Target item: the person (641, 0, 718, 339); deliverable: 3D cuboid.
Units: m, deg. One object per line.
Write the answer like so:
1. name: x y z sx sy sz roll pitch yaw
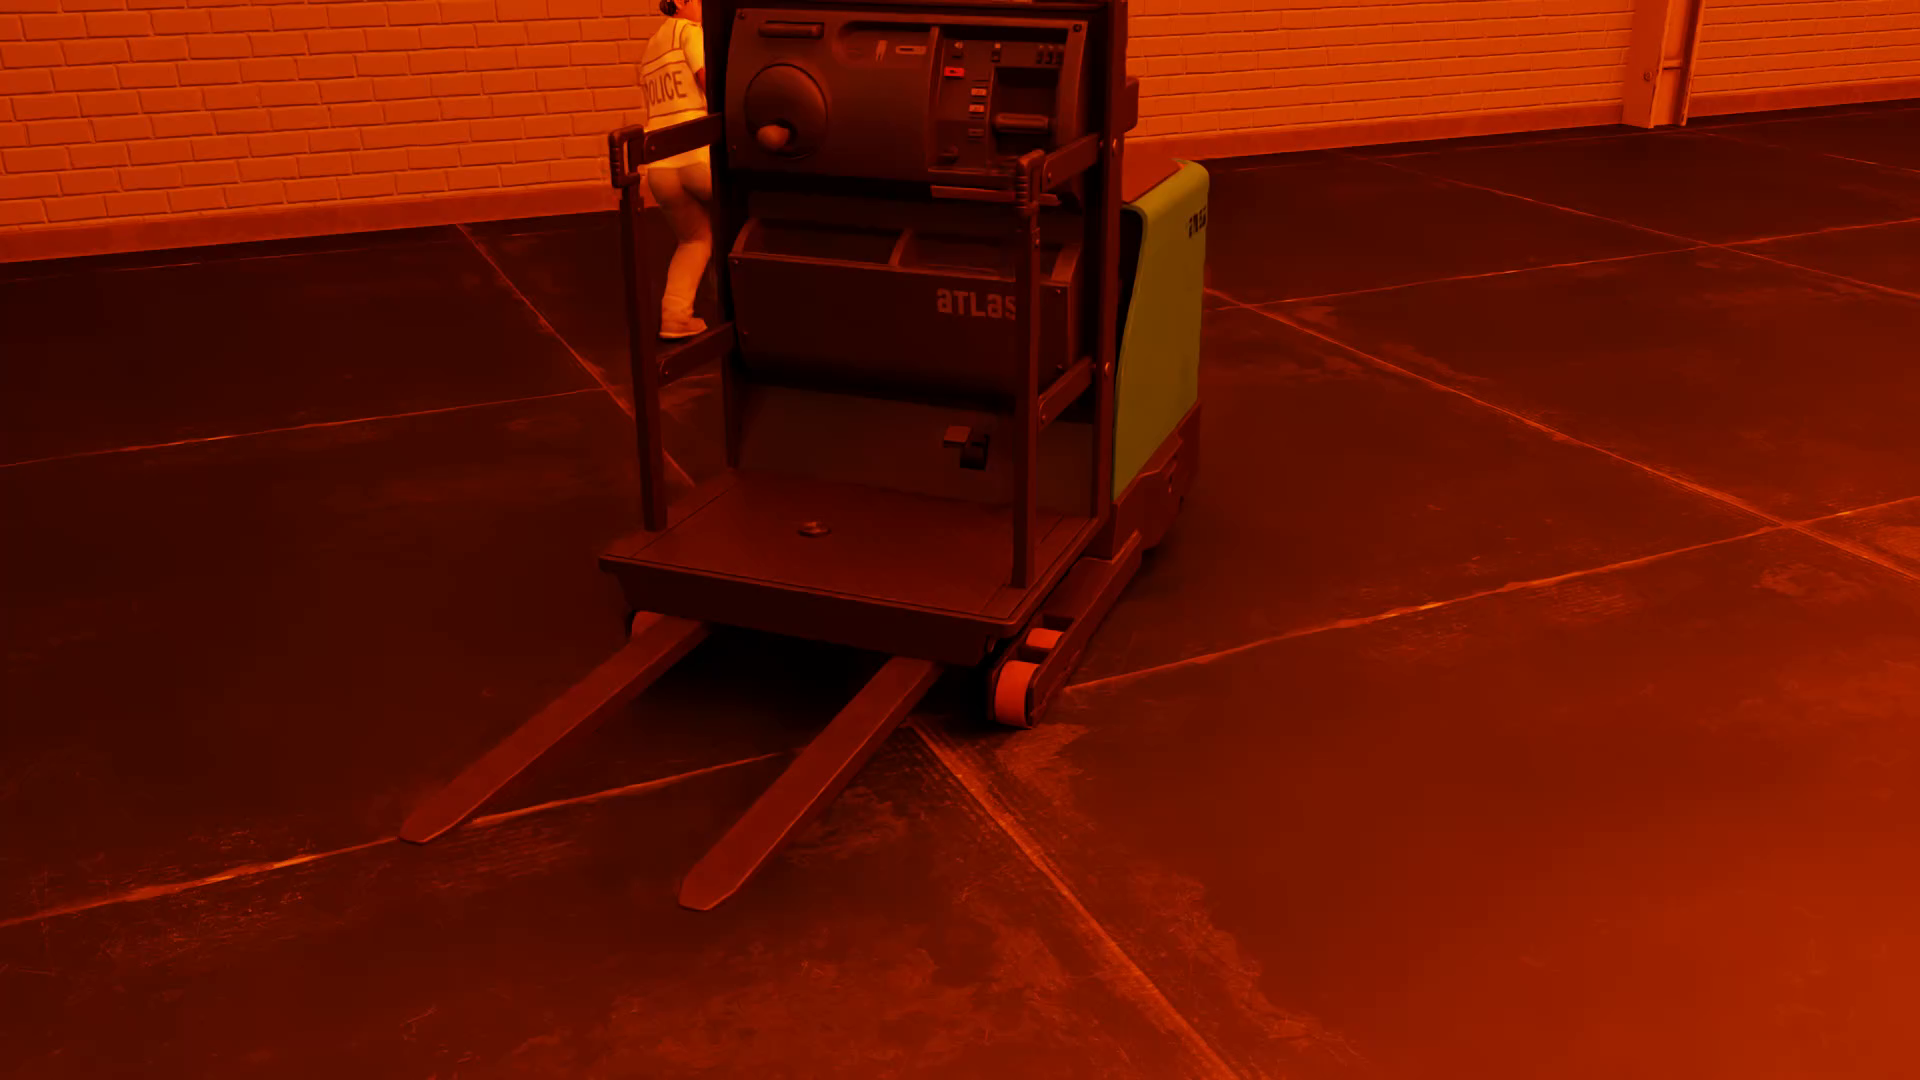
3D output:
1. person: -1.017 -1.637 7.114 0.706 1.514 0.755 11 25 25

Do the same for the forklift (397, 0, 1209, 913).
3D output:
1. forklift: -0.219 -1.078 3.881 1.130 2.935 3.031 8 24 19
